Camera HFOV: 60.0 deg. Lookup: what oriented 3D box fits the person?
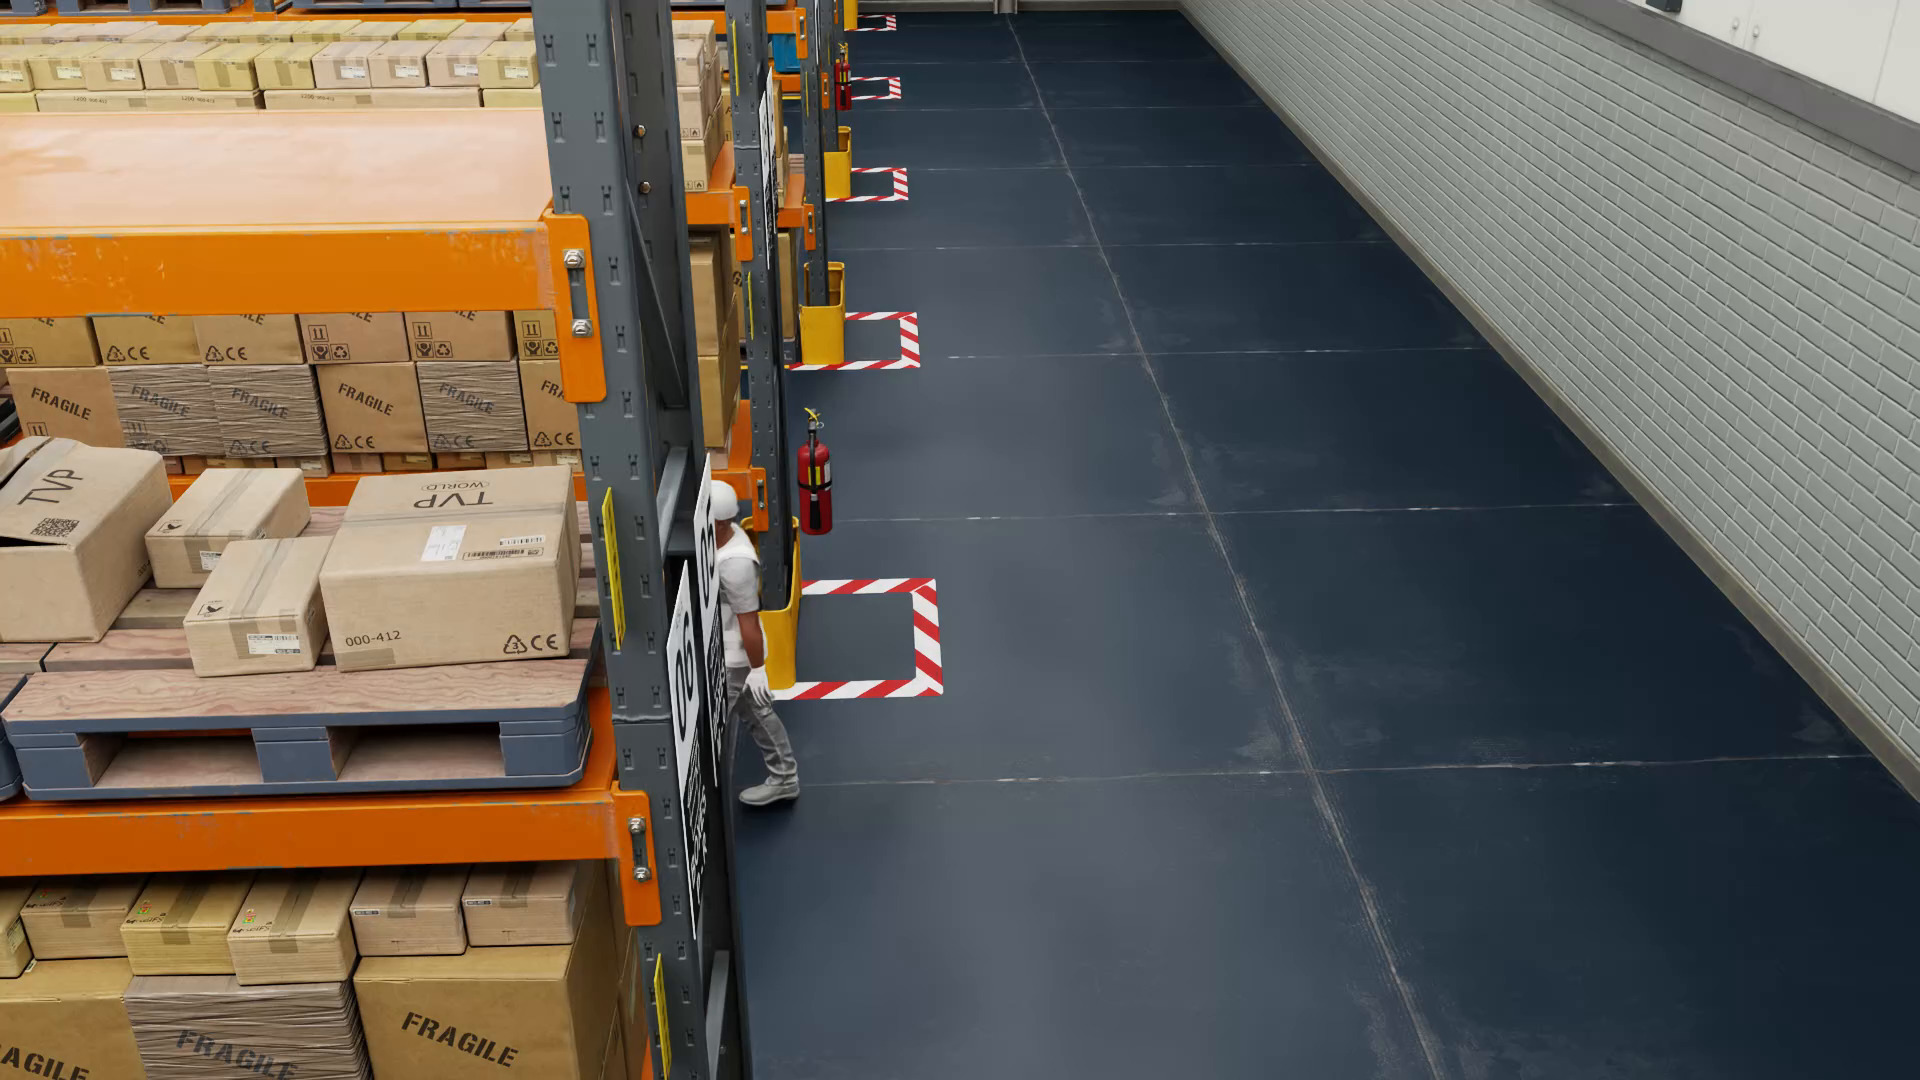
[{"bbox_3d":[-1.181,0.505,7.975,0.763,1.774,0.585,1,27,2],"label":"person"}]
